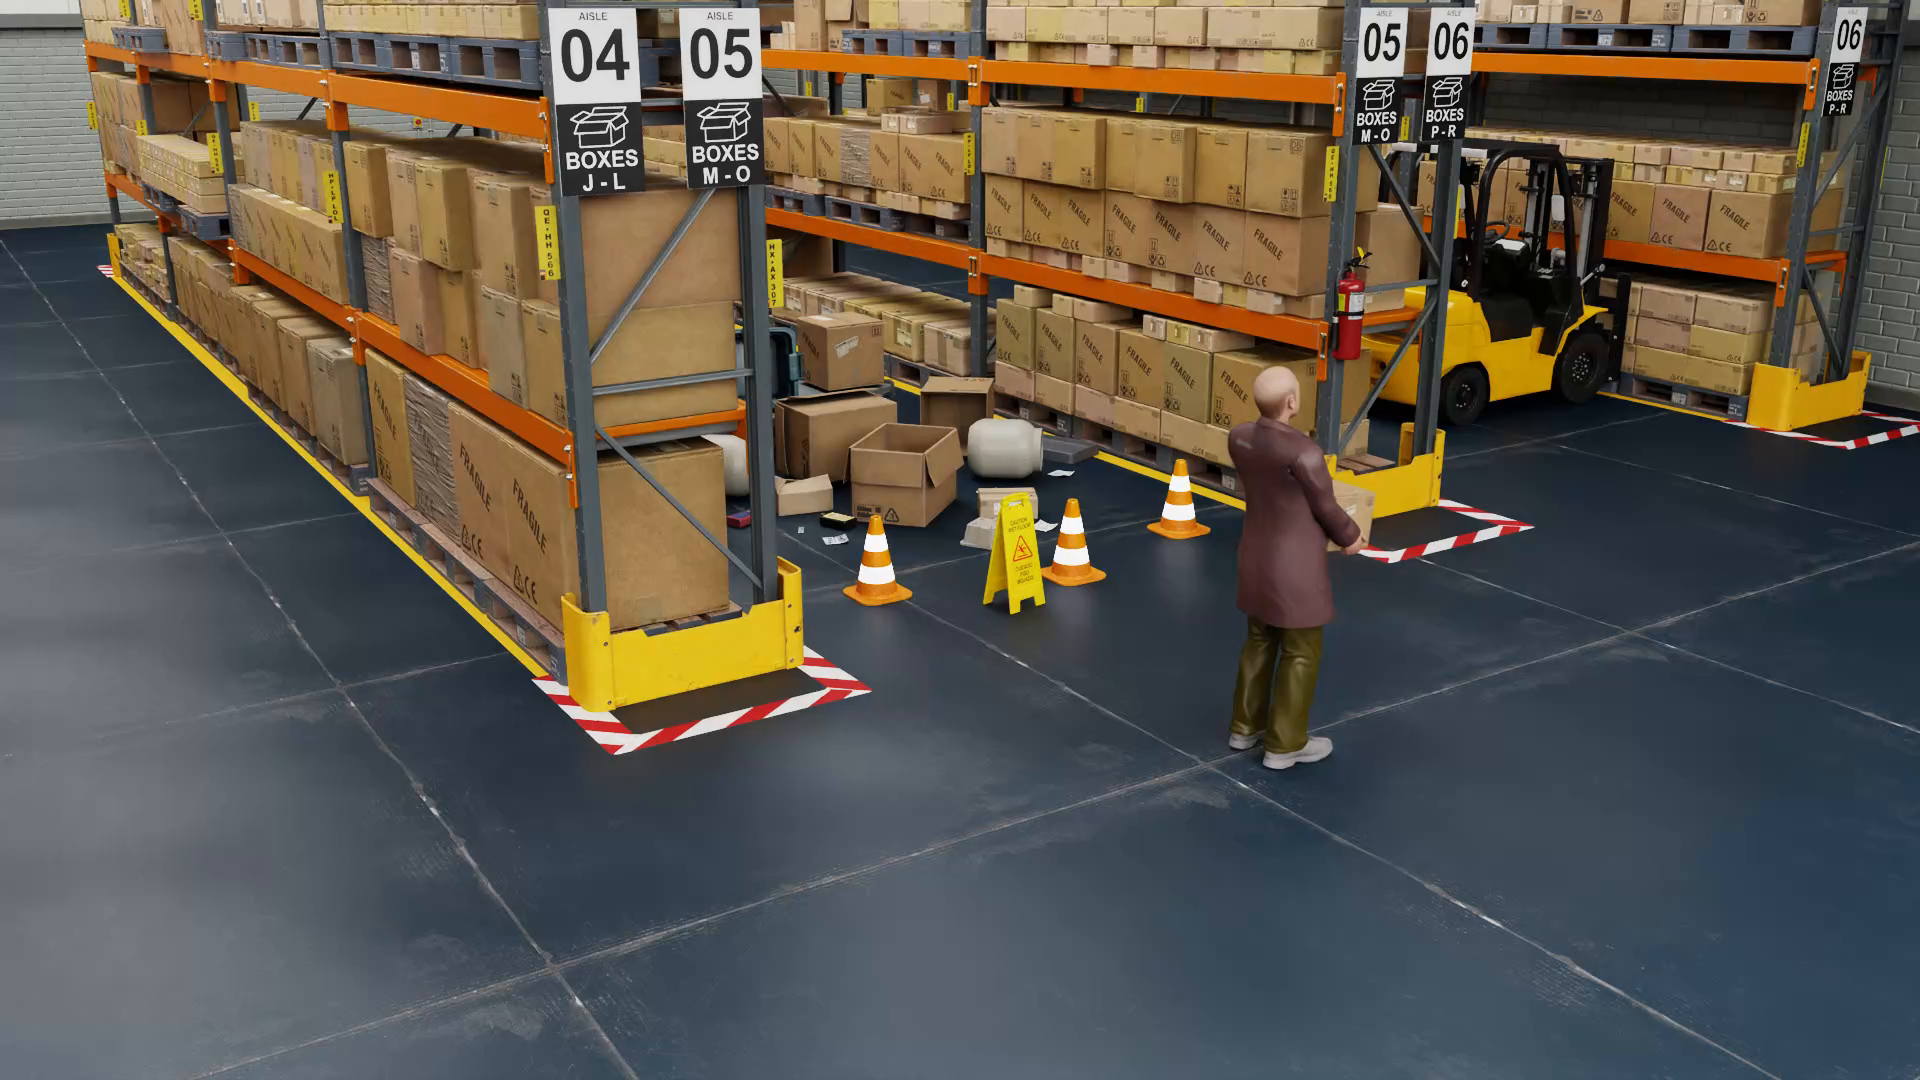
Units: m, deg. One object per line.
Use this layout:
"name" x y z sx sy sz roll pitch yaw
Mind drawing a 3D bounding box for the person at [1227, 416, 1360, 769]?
"person" 1.442 0.201 7.304 0.468 1.559 0.529 -11 21 -31
